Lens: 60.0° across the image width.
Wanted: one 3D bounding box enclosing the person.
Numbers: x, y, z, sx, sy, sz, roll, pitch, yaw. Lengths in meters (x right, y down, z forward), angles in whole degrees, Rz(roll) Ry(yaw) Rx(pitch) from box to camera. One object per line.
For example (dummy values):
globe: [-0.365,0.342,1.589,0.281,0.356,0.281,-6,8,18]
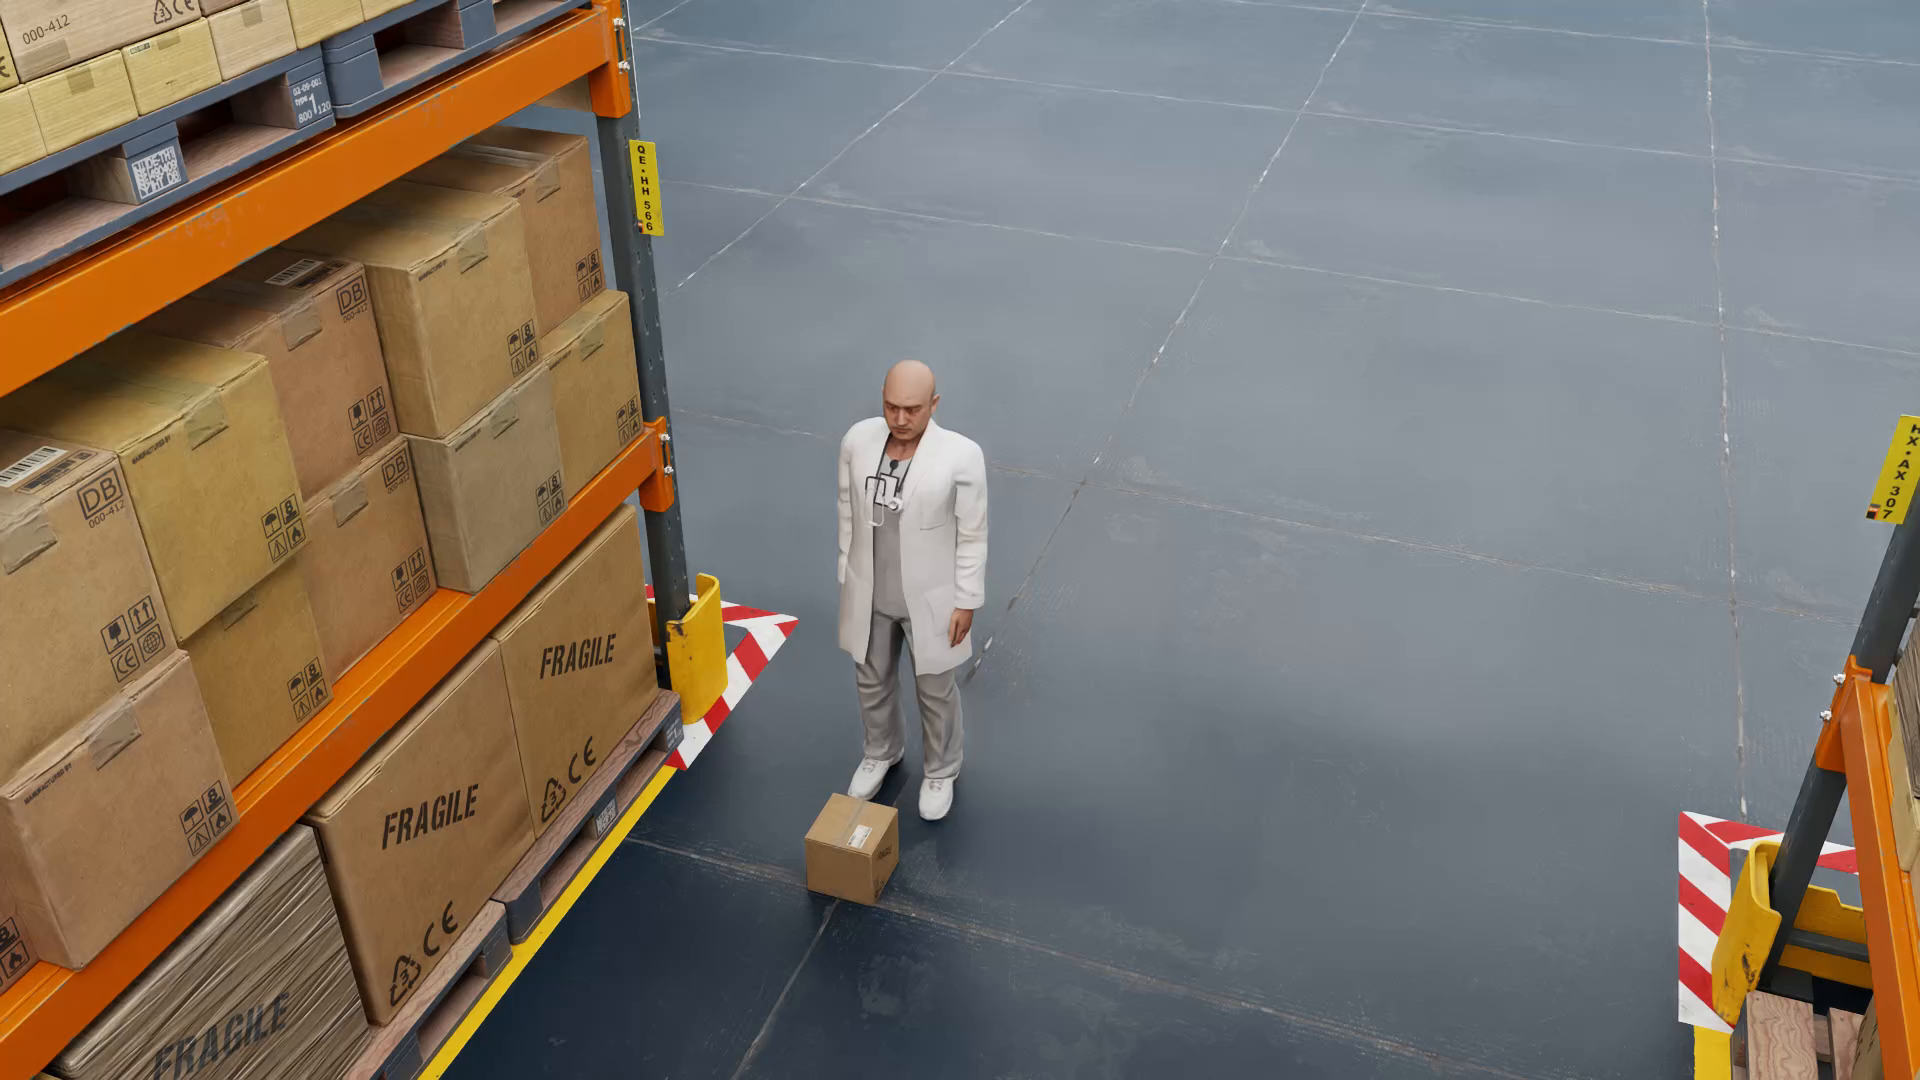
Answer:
person: [-0.179,0.190,5.864,0.560,1.781,0.382,12,35,18]
